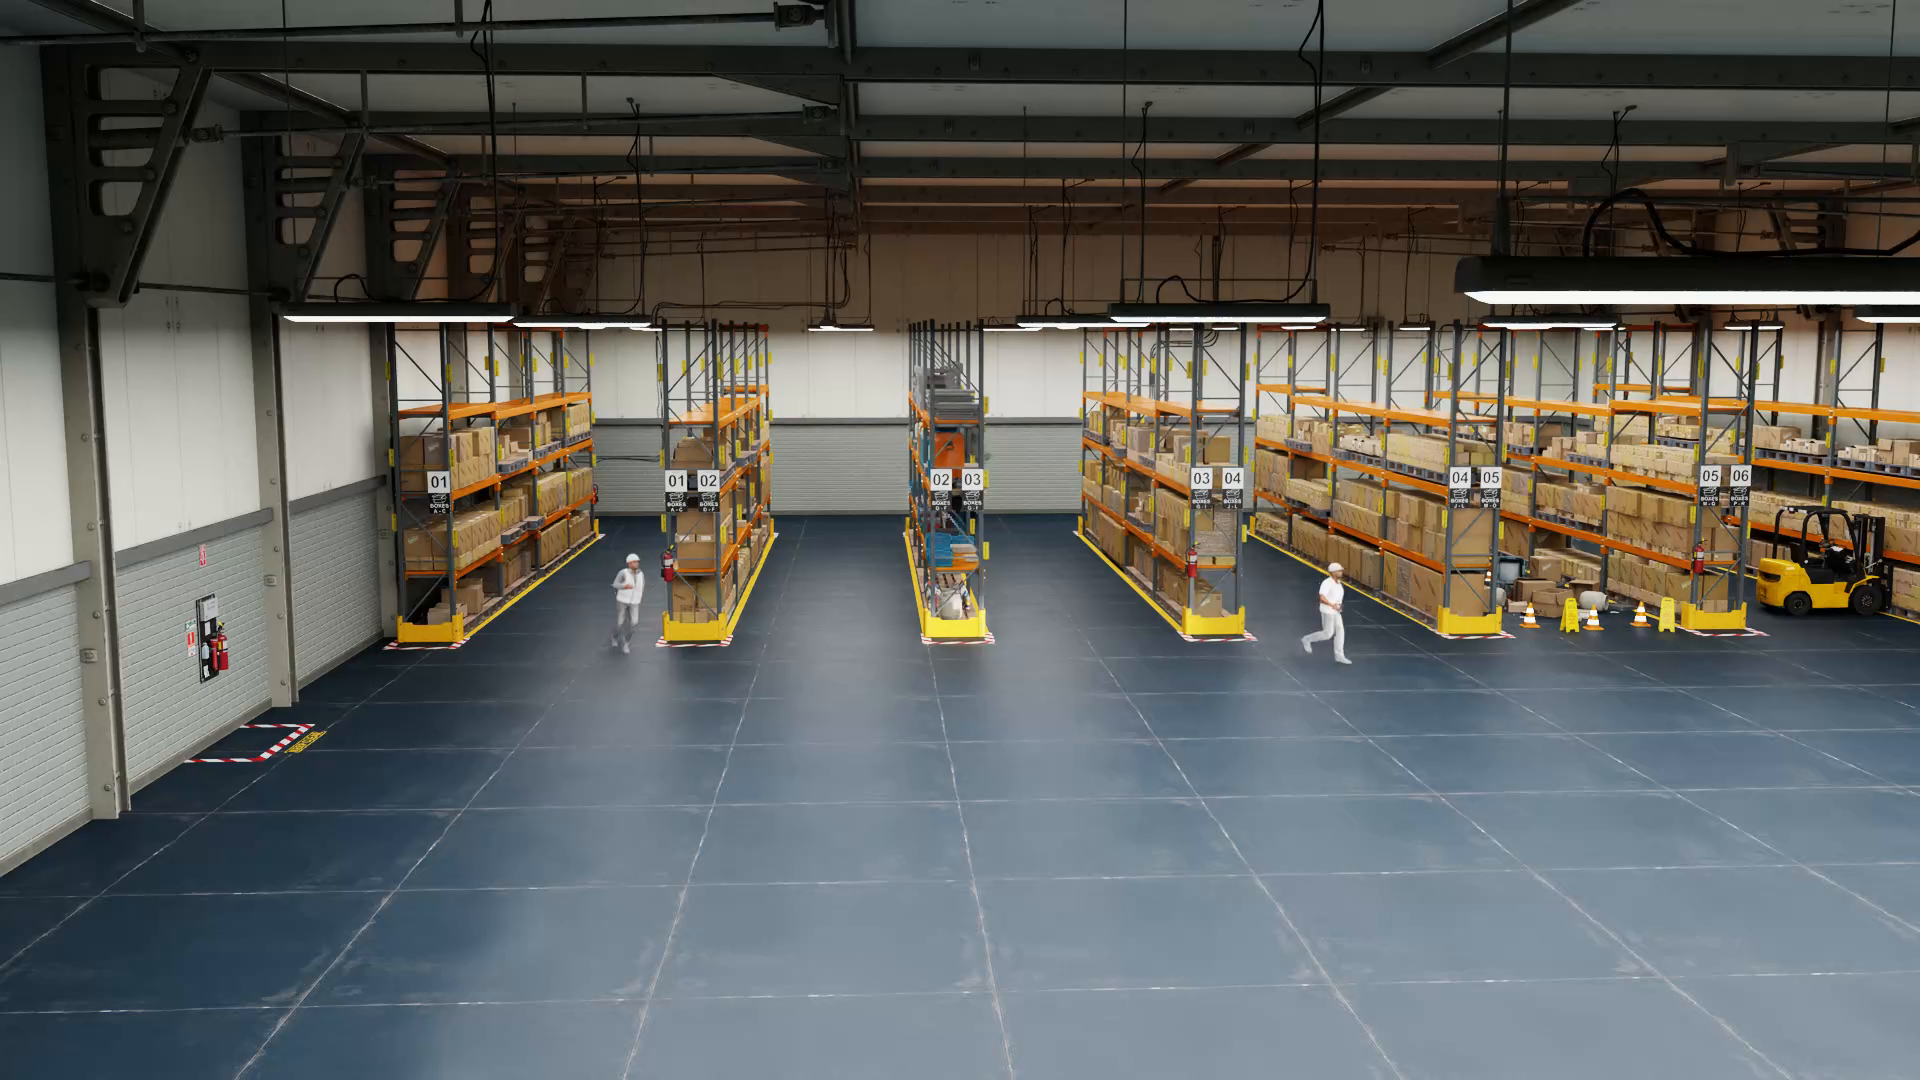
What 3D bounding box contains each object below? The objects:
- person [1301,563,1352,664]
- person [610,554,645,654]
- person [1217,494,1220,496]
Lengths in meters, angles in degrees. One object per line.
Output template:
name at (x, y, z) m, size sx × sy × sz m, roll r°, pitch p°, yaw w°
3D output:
person at (6.465, 1.266, 29.176) m, size 0.945 × 1.754 × 0.726 m, roll 5°, pitch 8°, yaw 33°
person at (-5.986, 1.143, 30.198) m, size 0.671 × 1.794 × 0.719 m, roll -4°, pitch 8°, yaw -27°
person at (7.203, -1.009, 48.120) m, size 0.732 × 1.646 × 0.819 m, roll 5°, pitch 8°, yaw 33°
